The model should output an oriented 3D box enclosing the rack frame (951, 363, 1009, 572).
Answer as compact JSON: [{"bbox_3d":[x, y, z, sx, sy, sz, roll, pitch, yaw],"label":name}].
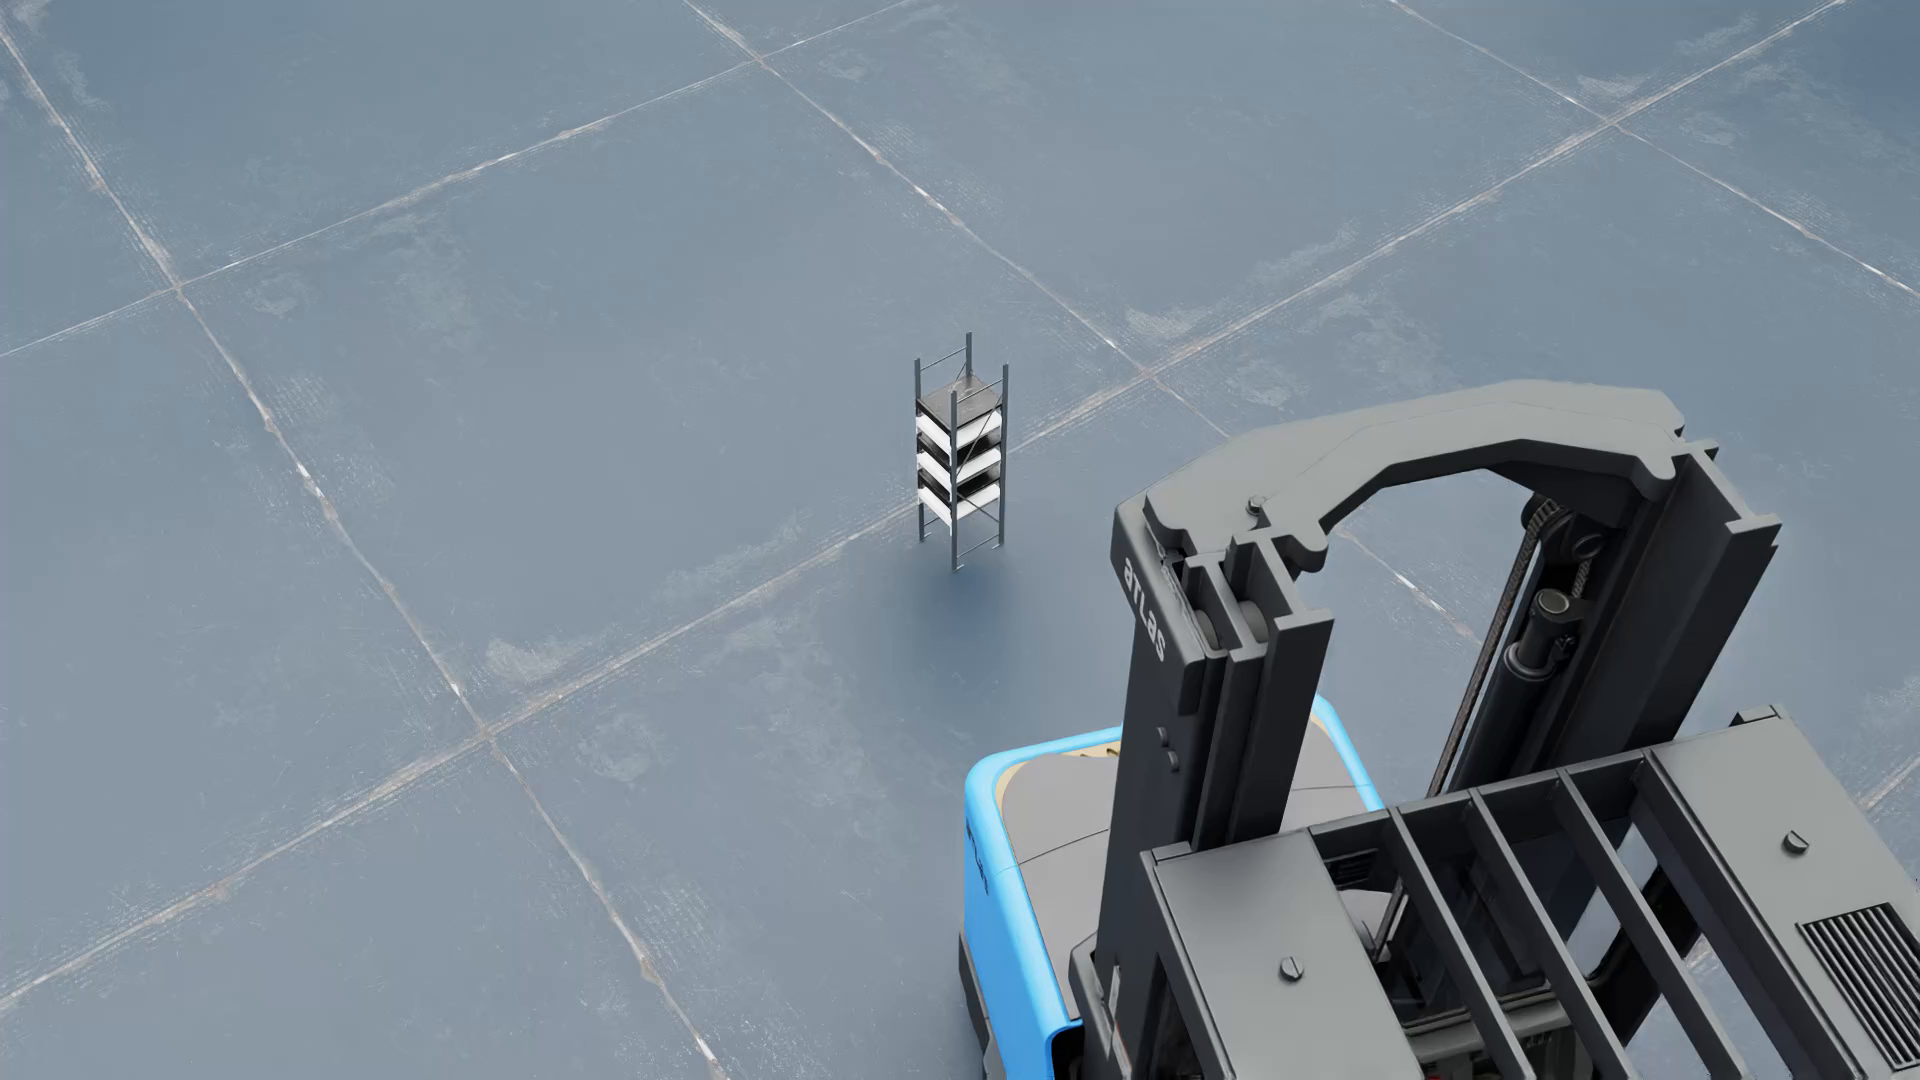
[{"bbox_3d":[0.066,-0.237,5.858,0.240,0.900,0.006,-29,54,-24],"label":"rack frame"}]

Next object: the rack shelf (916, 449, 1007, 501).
[{"bbox_3d":[0.005,-0.275,5.937,0.258,0.077,0.200,-29,54,-24],"label":"rack shelf"}]

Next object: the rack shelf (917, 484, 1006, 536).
[{"bbox_3d":[0.005,-0.154,6.070,0.258,0.077,0.200,-29,54,-24],"label":"rack shelf"}]

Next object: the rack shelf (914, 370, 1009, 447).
[{"bbox_3d":[0.005,-0.456,5.737,0.258,0.077,0.200,-29,54,-24],"label":"rack shelf"}]

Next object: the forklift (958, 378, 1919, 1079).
[{"bbox_3d":[0.868,1.270,3.121,1.130,2.935,3.031,-11,49,-10],"label":"forklift"}]

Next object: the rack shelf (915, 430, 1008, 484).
[{"bbox_3d":[0.005,-0.336,5.870,0.258,0.077,0.200,-29,54,-24],"label":"rack shelf"}]

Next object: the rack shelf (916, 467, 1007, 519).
[{"bbox_3d":[0.005,-0.215,6.004,0.258,0.077,0.200,-29,54,-24],"label":"rack shelf"}]

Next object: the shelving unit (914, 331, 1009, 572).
[{"bbox_3d":[0.005,-0.297,5.912,0.258,0.900,0.210,-29,54,-24],"label":"shelving unit"}]

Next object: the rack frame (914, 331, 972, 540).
[{"bbox_3d":[-0.057,-0.357,5.967,0.240,0.900,0.006,-29,54,-24],"label":"rack frame"}]

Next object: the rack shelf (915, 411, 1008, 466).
[{"bbox_3d":[0.005,-0.396,5.804,0.258,0.077,0.200,-29,54,-24],"label":"rack shelf"}]
